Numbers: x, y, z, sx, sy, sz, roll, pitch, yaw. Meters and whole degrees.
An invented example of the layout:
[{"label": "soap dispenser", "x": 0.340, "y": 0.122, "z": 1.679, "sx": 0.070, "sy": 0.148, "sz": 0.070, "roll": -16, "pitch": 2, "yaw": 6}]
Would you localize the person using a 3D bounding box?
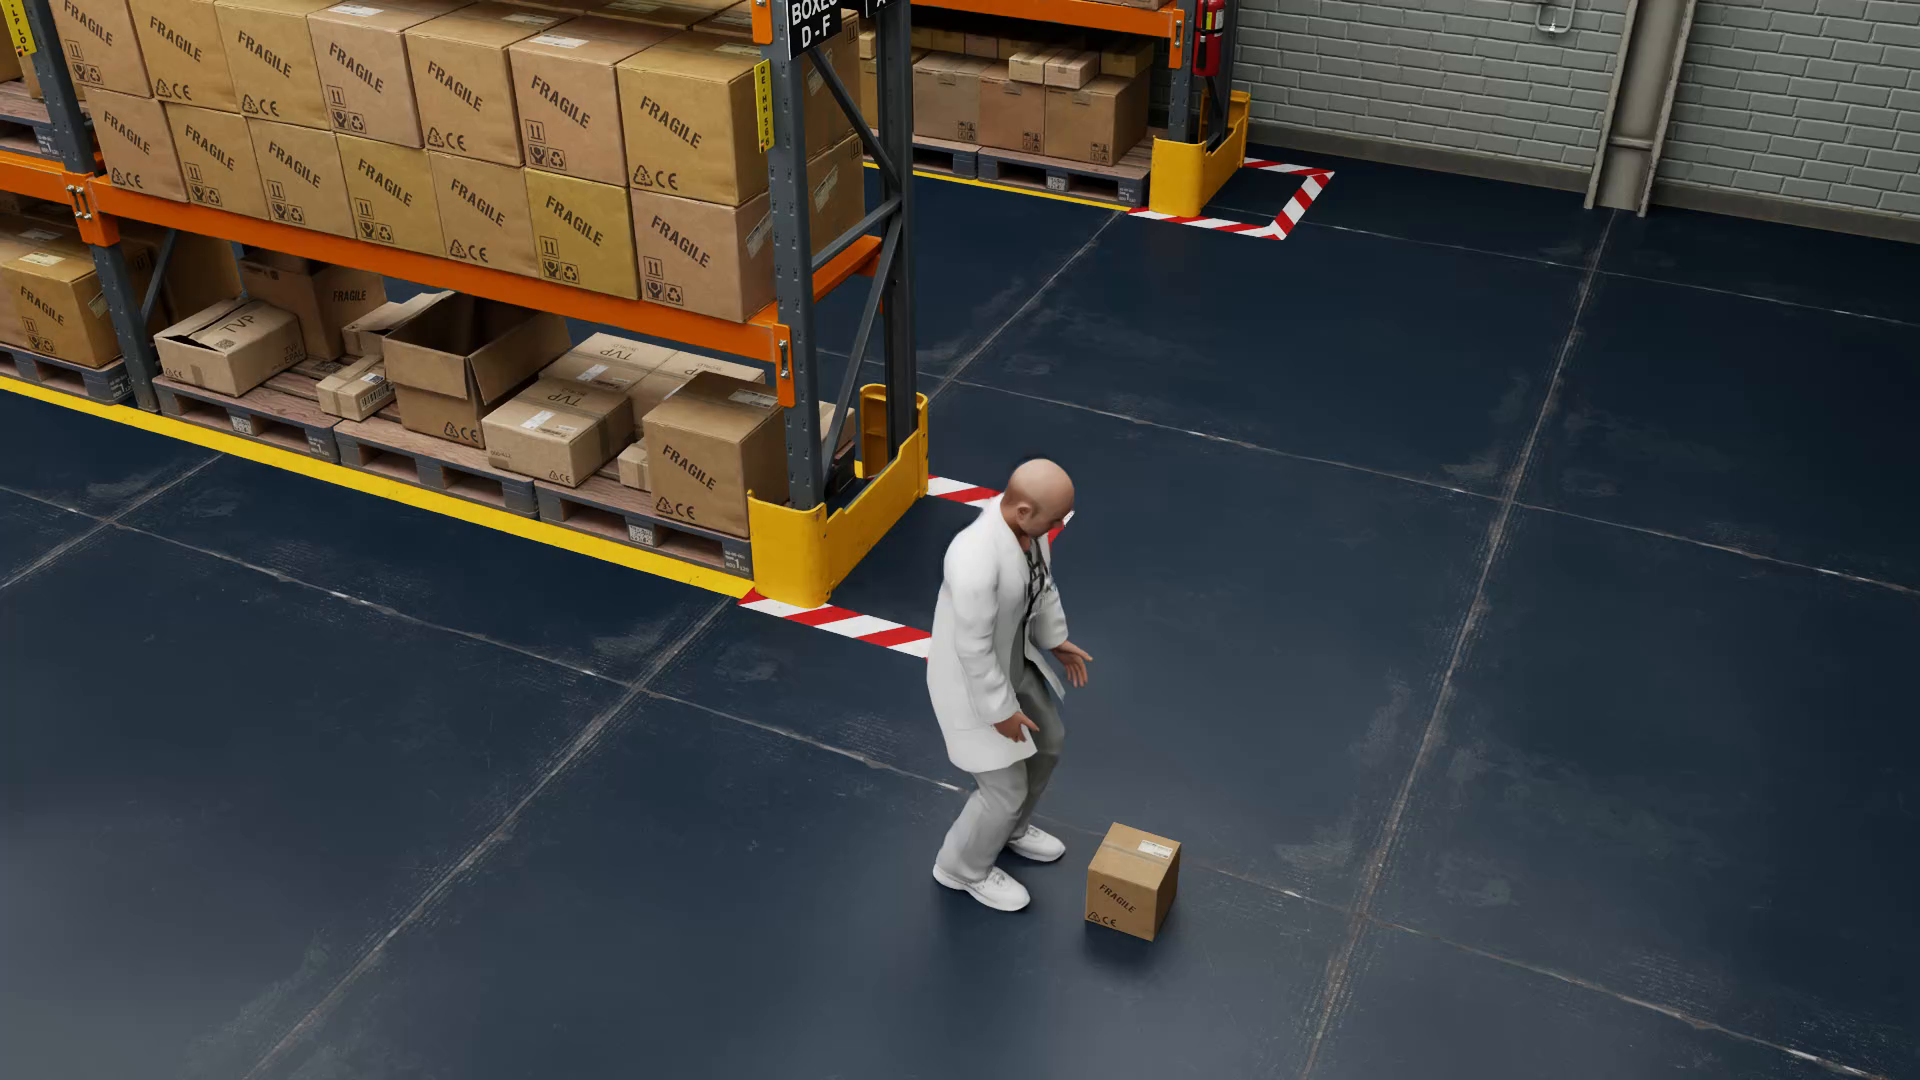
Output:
[{"label": "person", "x": 0.148, "y": 0.452, "z": 5.544, "sx": 0.466, "sy": 1.702, "sz": 0.599, "roll": 15, "pitch": 36, "yaw": 22}]
